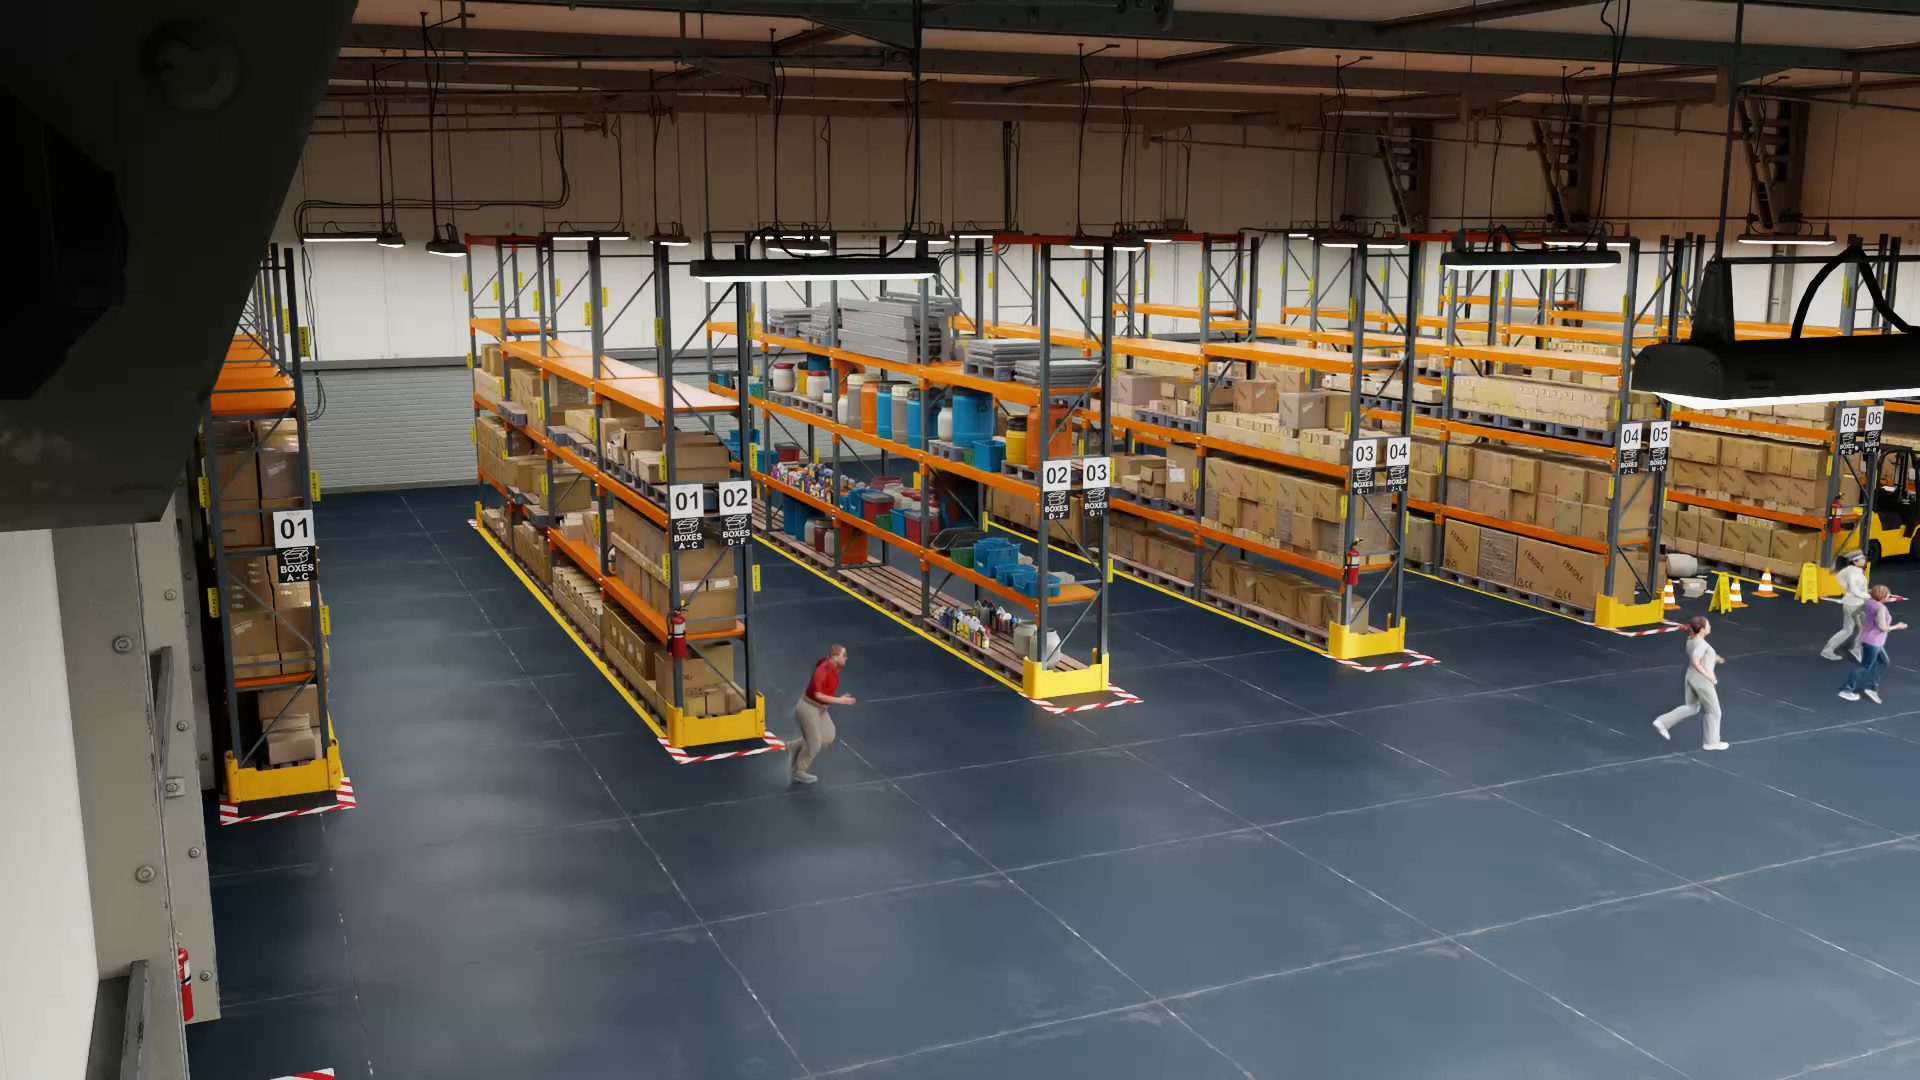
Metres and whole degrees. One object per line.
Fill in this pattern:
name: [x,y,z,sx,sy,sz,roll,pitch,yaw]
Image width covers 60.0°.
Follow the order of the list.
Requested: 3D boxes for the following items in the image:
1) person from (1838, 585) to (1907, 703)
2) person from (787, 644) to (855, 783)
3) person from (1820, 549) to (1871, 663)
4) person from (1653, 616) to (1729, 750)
person: [11.996,1.384,21.850,0.734,1.609,0.482,3,11,13]
person: [-1.557,1.948,18.944,0.813,1.602,0.681,2,11,12]
person: [12.825,0.955,23.879,0.705,1.711,0.618,6,12,28]
person: [8.856,1.711,19.941,0.845,1.643,0.576,0,11,1]
